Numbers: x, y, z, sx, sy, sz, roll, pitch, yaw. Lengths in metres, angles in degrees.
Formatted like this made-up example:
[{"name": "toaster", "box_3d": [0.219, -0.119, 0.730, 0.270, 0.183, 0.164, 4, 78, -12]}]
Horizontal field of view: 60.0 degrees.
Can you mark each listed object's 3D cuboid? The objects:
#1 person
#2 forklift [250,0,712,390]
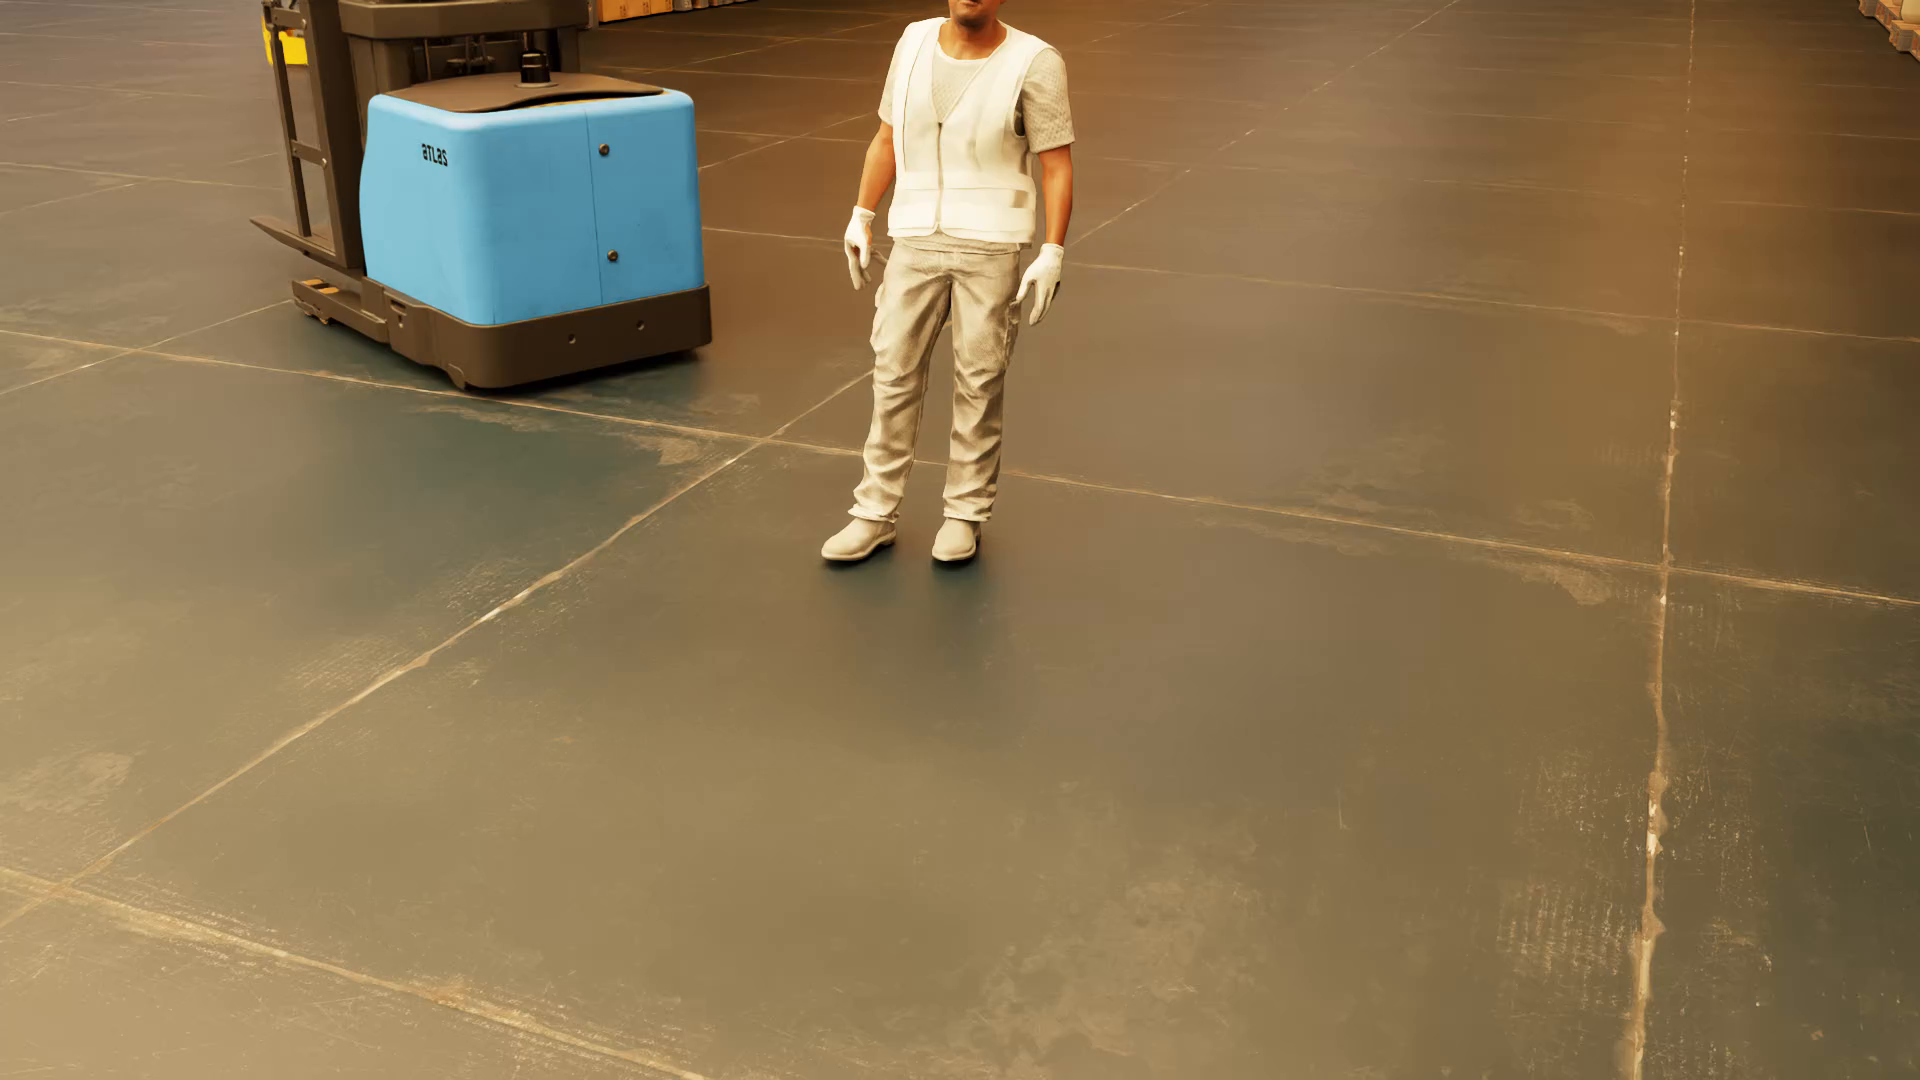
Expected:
[{"name": "person", "box_3d": [-0.036, -0.805, 4.688, 0.656, 1.782, 0.577, 9, 24, 21]}, {"name": "forklift", "box_3d": [-2.361, -2.417, 7.076, 1.130, 2.935, 3.031, -18, 29, -37]}]
